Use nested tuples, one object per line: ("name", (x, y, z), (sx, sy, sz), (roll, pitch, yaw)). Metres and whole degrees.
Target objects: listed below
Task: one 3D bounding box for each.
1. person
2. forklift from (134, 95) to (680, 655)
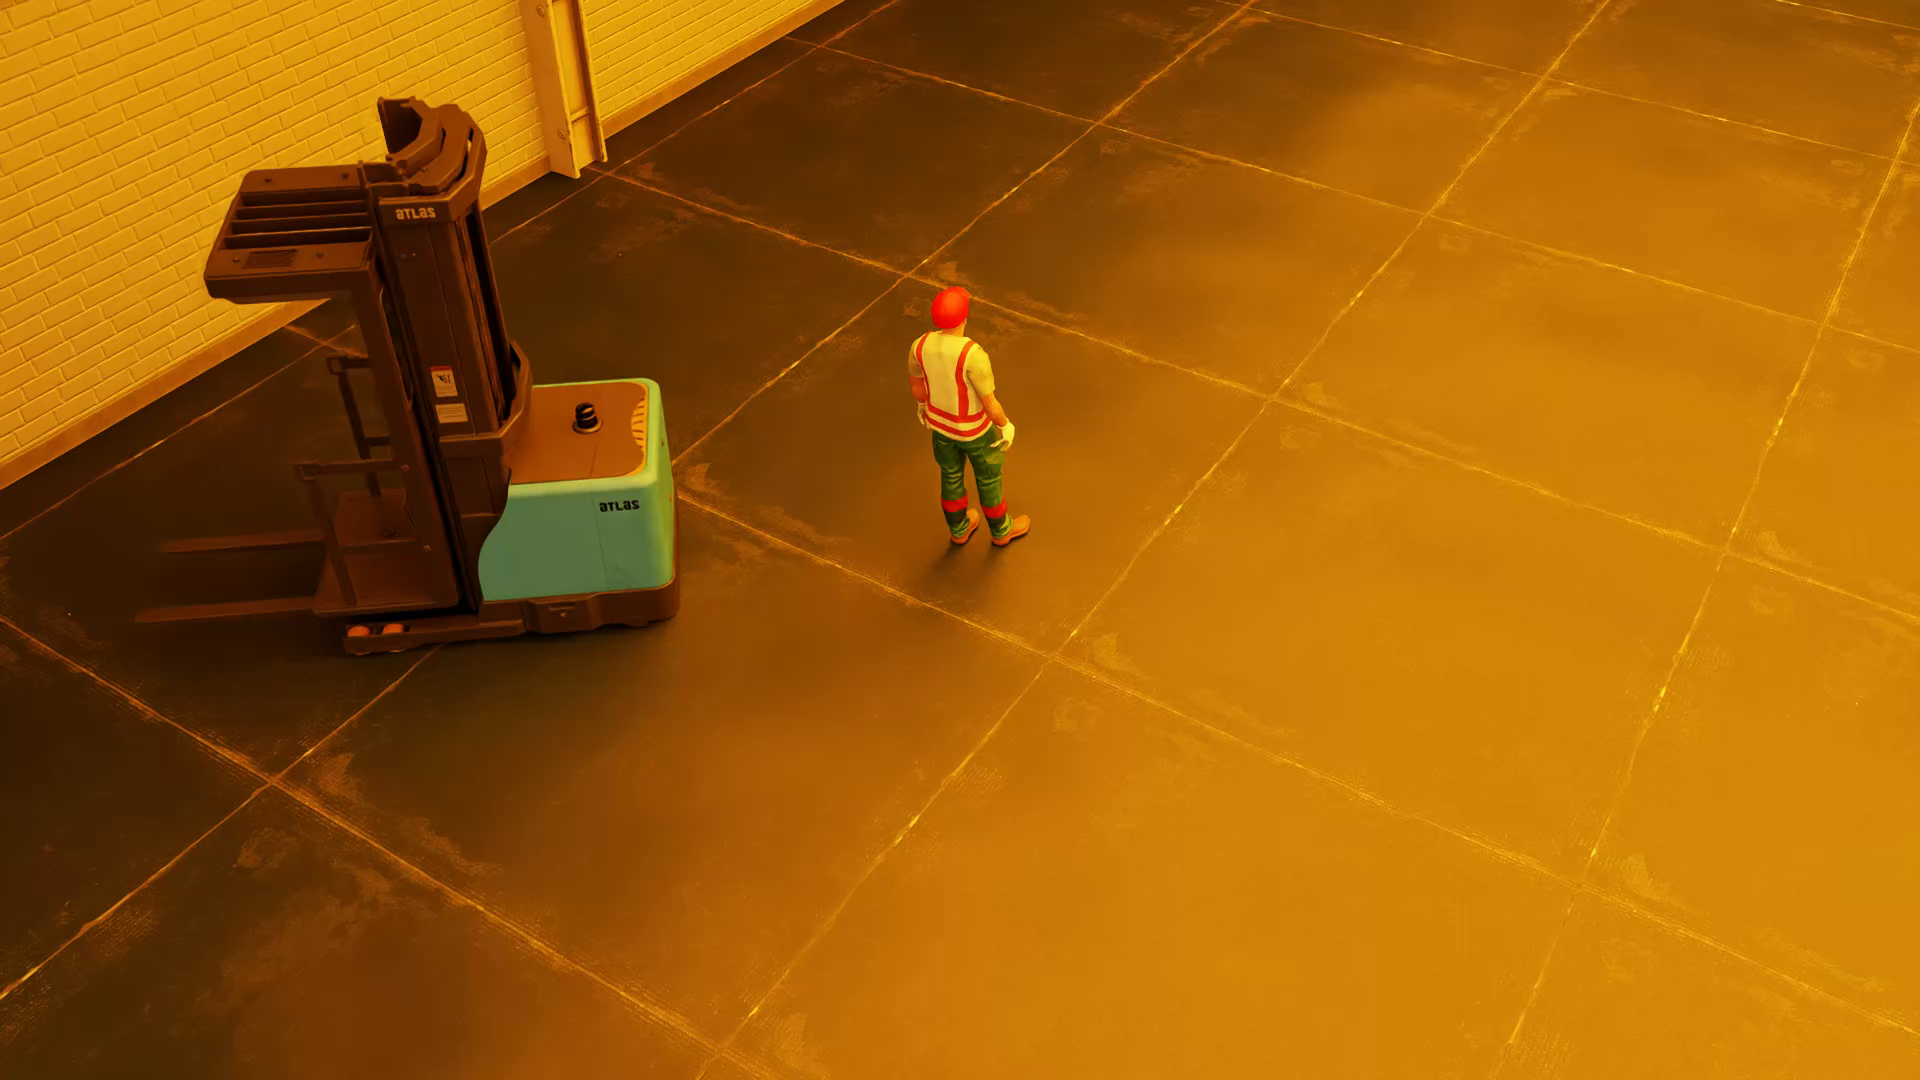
("person", (0.053, -0.726, 9.699), (0.638, 1.782, 0.564), (22, 45, 24))
("forklift", (-3.186, -0.828, 8.943), (3.031, 2.935, 1.130), (-5, 40, -5))
